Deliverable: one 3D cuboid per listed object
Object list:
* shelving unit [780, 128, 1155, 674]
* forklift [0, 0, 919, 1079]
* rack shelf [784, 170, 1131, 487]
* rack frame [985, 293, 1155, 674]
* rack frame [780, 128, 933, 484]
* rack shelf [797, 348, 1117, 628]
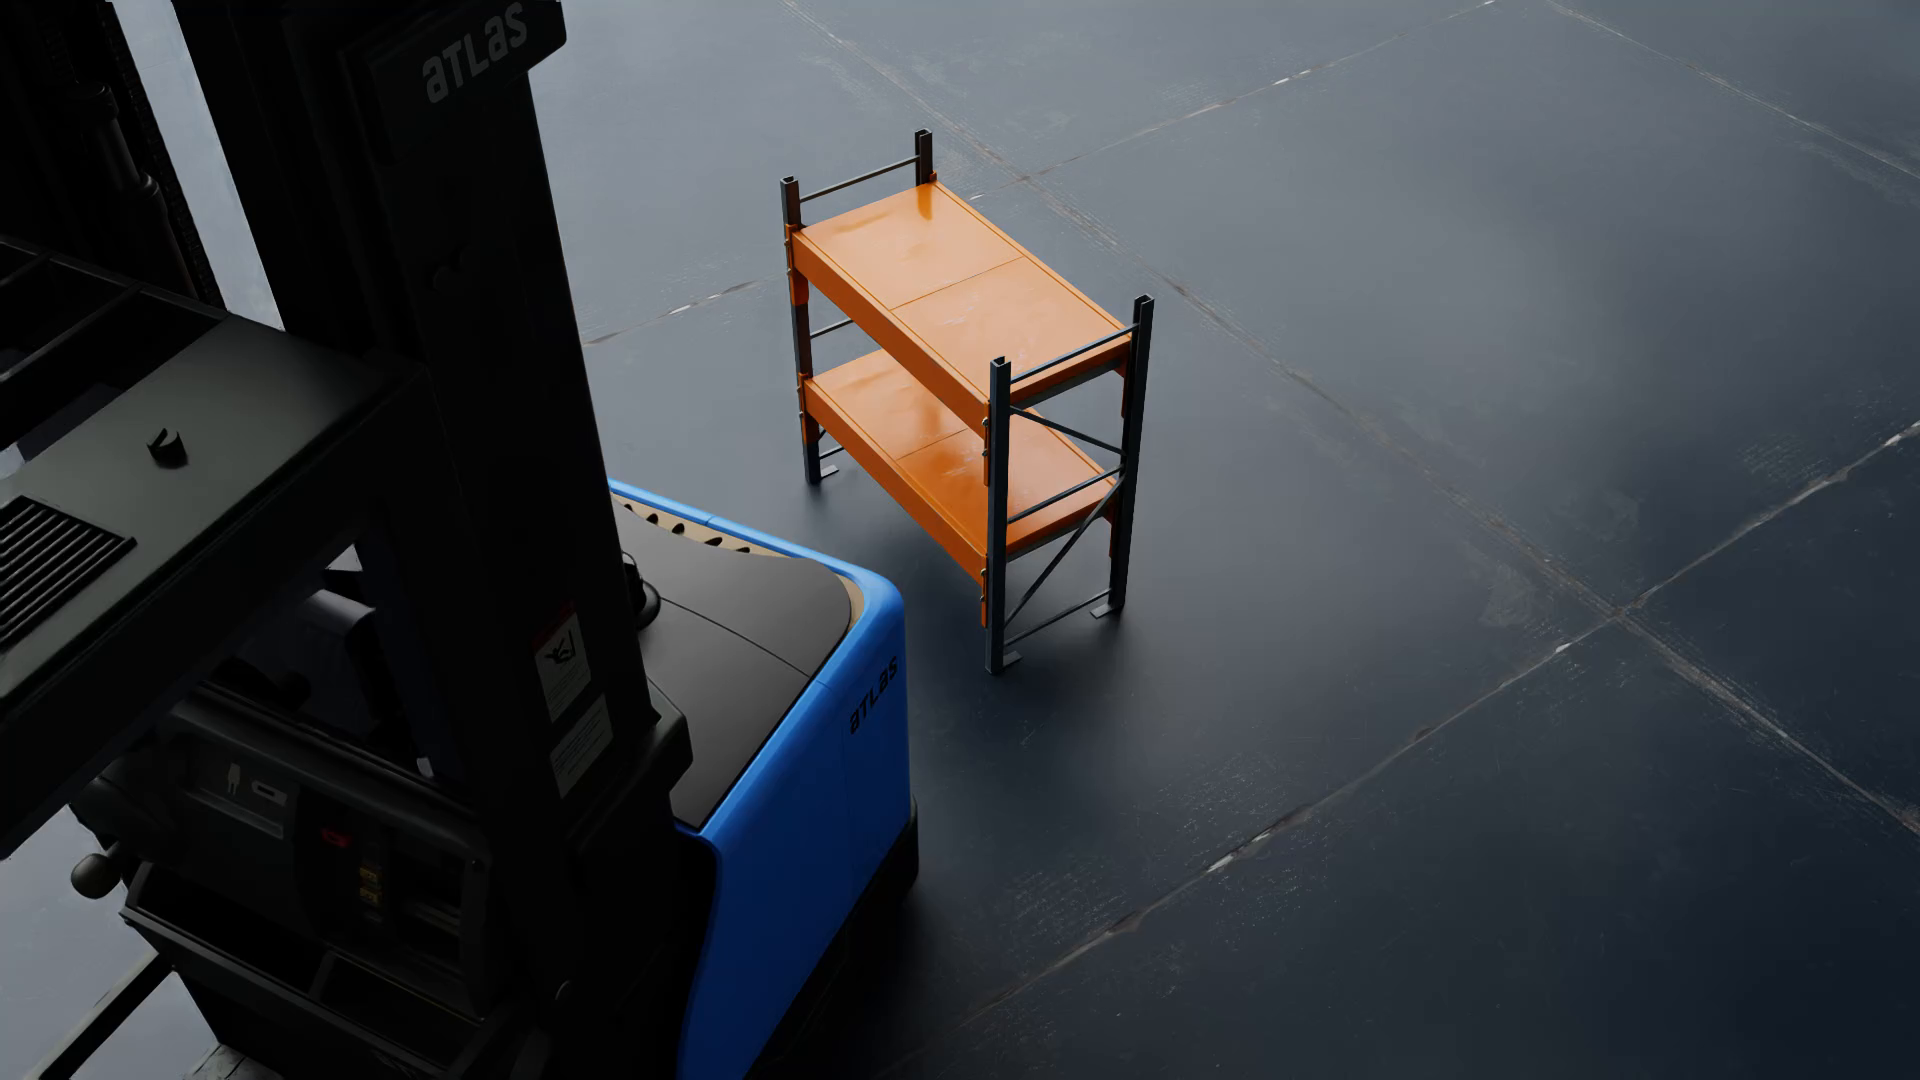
[{"bbox_3d":[-0.004,-0.411,4.866,0.538,1.125,1.048,-26,49,-24],"label":"shelving unit"},{"bbox_3d":[-1.214,0.571,2.530,1.130,2.935,3.031,19,47,19],"label":"forklift"},{"bbox_3d":[-0.004,-0.622,4.663,0.538,0.278,1.000,-26,49,-24],"label":"rack shelf"},{"bbox_3d":[0.287,-0.123,4.564,0.500,1.125,0.032,-26,49,-24],"label":"rack frame"},{"bbox_3d":[-0.295,-0.699,5.167,0.500,1.125,0.032,-26,49,-24],"label":"rack frame"},{"bbox_3d":[-0.004,-0.234,5.034,0.538,0.278,1.000,-26,49,-24],"label":"rack shelf"}]
